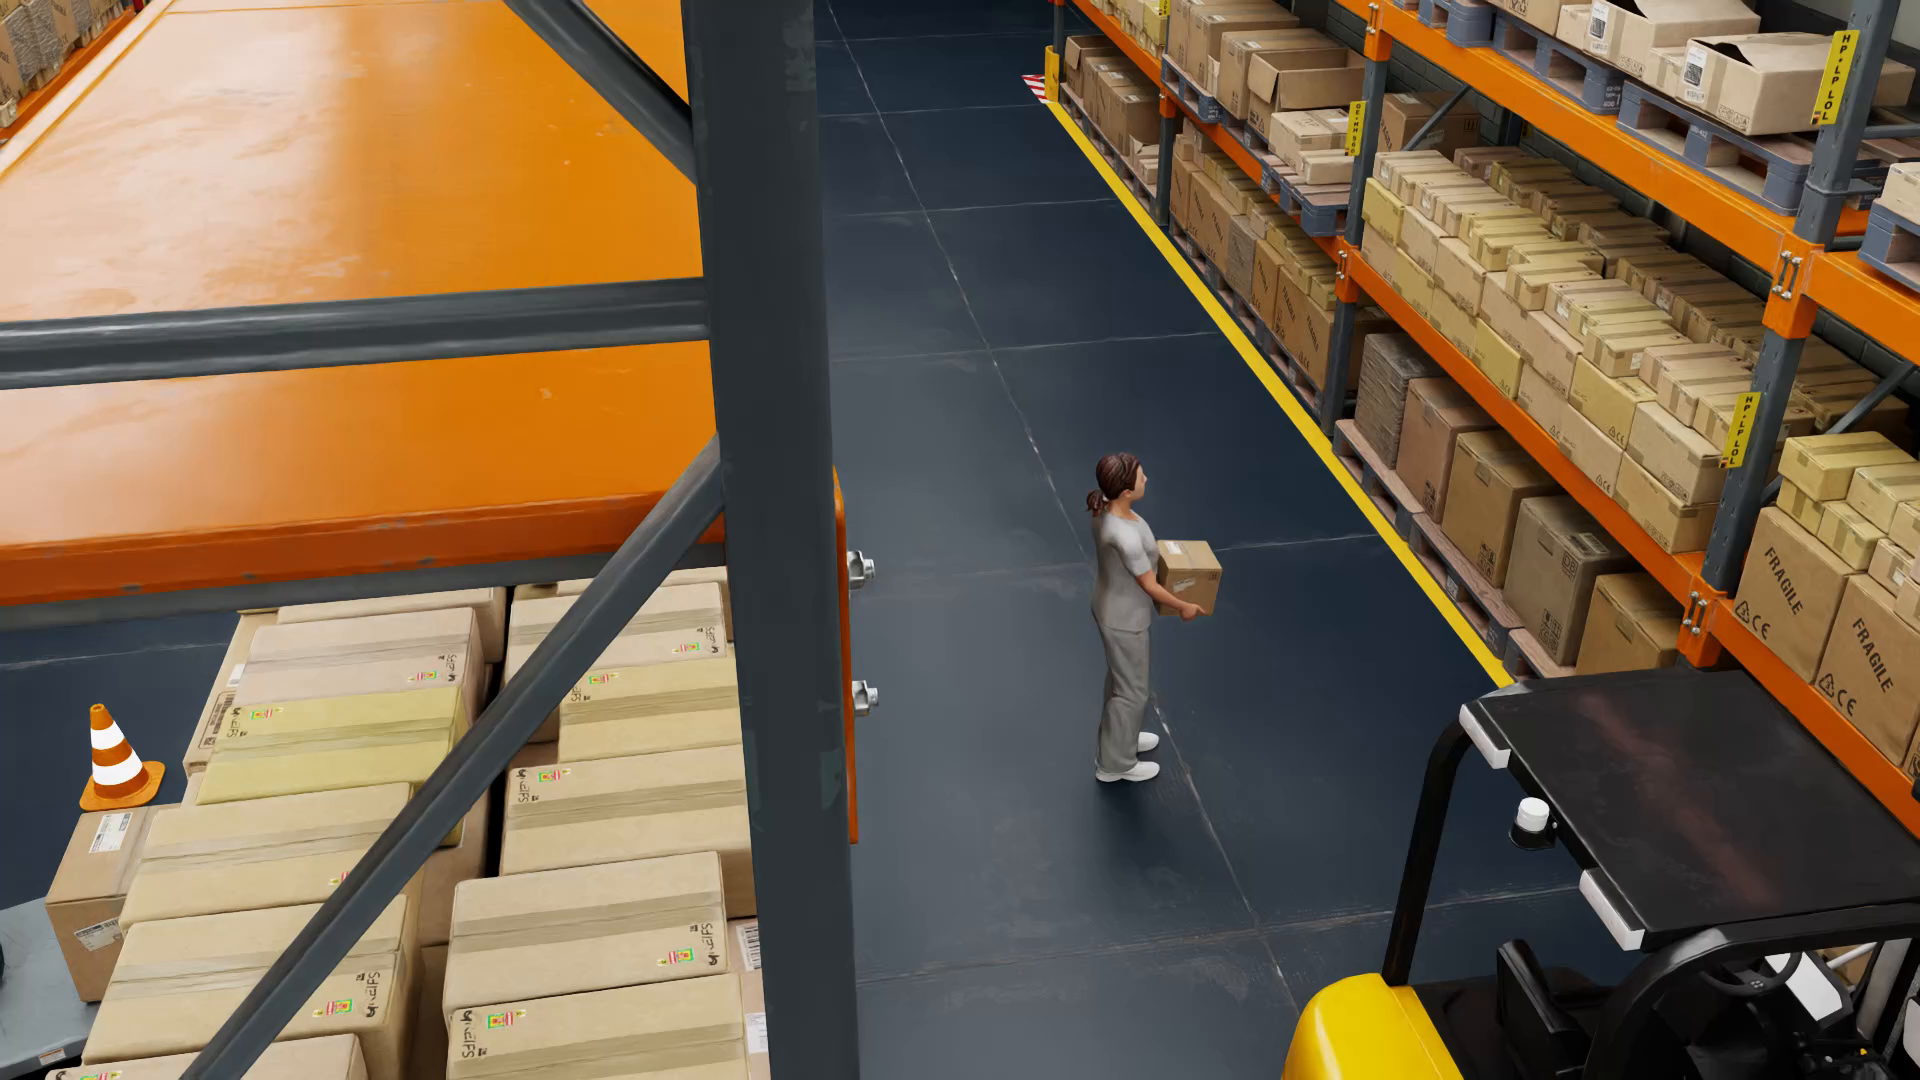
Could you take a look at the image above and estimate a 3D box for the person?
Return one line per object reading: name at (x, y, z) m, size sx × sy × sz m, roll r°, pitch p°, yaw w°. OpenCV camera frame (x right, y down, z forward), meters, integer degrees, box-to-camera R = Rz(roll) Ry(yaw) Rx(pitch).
person at (0.808, 0.343, 7.570) m, size 0.544 × 1.667 × 0.437 m, roll -5°, pitch 31°, yaw -8°
